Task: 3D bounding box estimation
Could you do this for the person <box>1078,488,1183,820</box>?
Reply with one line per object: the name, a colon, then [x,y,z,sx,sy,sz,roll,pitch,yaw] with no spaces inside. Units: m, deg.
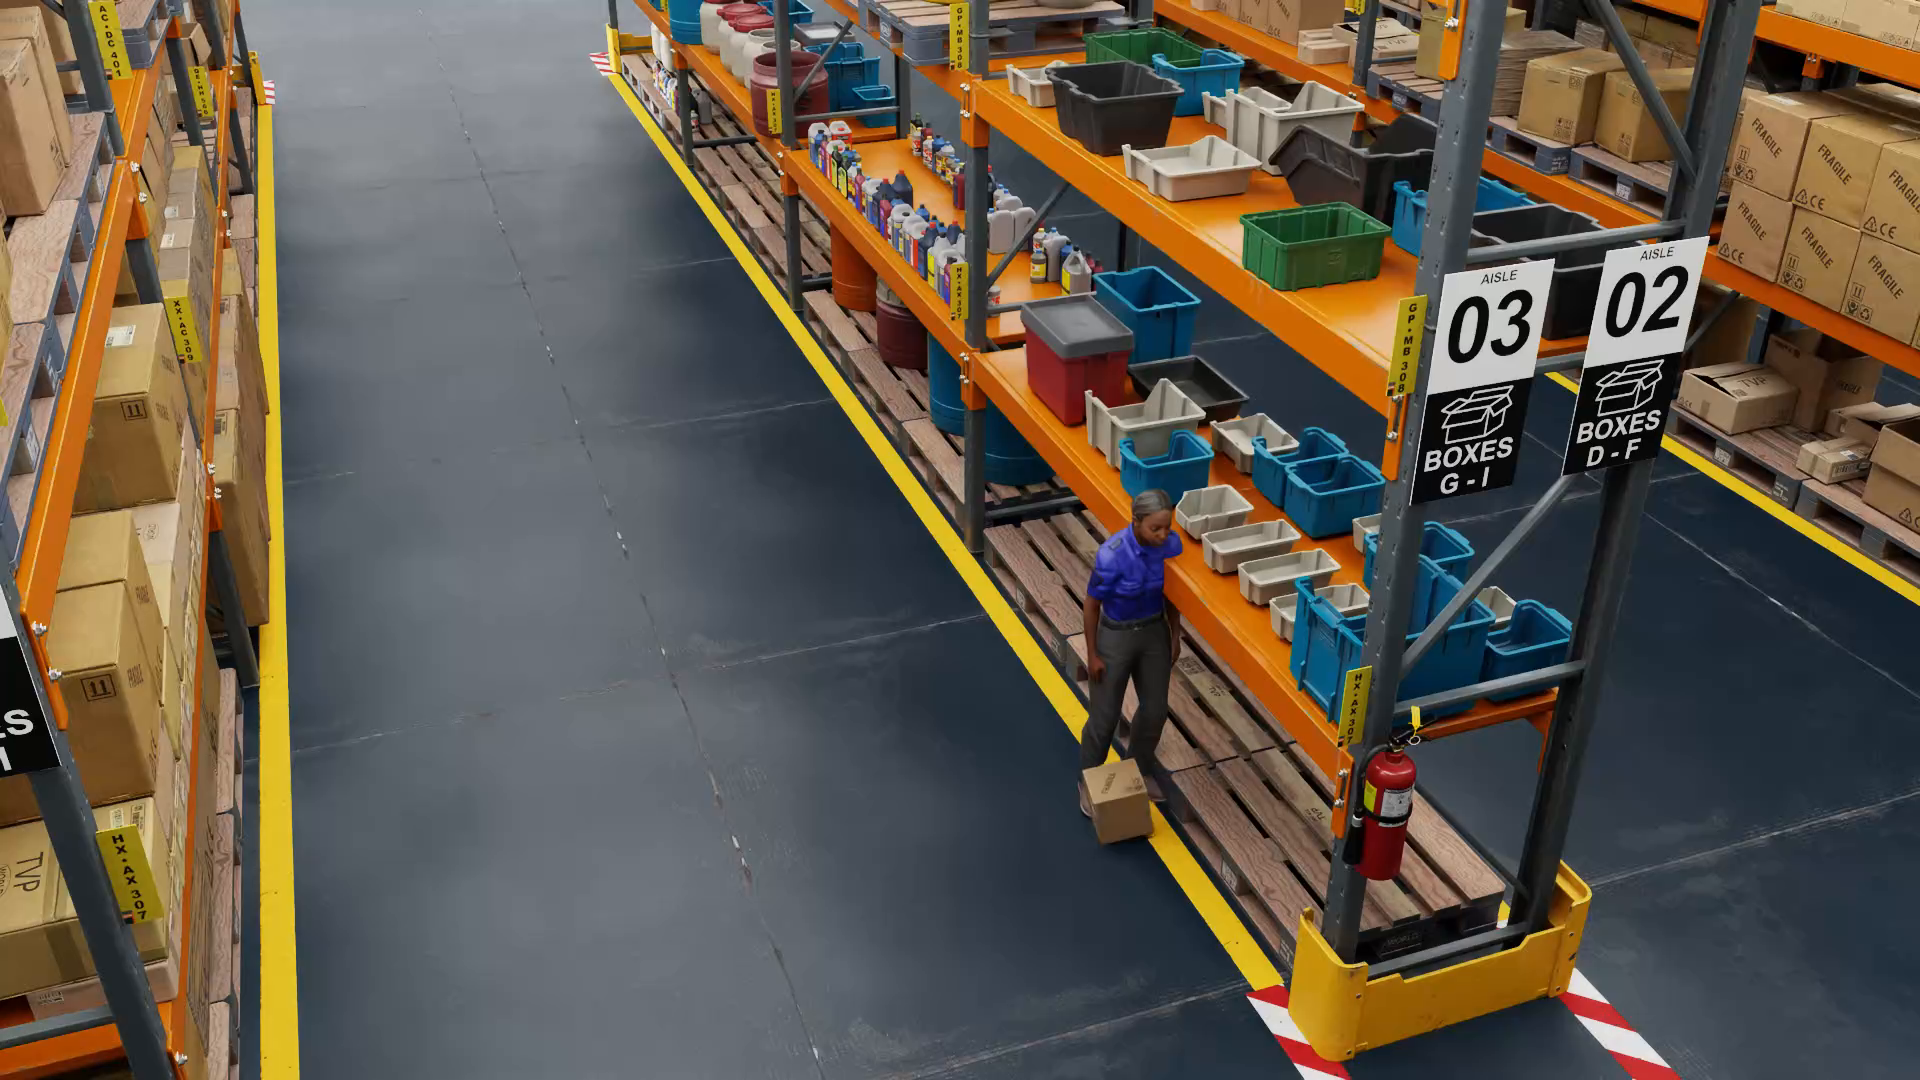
person: [0.774,0.479,7.514,0.508,1.654,0.346,-12,32,-20]
